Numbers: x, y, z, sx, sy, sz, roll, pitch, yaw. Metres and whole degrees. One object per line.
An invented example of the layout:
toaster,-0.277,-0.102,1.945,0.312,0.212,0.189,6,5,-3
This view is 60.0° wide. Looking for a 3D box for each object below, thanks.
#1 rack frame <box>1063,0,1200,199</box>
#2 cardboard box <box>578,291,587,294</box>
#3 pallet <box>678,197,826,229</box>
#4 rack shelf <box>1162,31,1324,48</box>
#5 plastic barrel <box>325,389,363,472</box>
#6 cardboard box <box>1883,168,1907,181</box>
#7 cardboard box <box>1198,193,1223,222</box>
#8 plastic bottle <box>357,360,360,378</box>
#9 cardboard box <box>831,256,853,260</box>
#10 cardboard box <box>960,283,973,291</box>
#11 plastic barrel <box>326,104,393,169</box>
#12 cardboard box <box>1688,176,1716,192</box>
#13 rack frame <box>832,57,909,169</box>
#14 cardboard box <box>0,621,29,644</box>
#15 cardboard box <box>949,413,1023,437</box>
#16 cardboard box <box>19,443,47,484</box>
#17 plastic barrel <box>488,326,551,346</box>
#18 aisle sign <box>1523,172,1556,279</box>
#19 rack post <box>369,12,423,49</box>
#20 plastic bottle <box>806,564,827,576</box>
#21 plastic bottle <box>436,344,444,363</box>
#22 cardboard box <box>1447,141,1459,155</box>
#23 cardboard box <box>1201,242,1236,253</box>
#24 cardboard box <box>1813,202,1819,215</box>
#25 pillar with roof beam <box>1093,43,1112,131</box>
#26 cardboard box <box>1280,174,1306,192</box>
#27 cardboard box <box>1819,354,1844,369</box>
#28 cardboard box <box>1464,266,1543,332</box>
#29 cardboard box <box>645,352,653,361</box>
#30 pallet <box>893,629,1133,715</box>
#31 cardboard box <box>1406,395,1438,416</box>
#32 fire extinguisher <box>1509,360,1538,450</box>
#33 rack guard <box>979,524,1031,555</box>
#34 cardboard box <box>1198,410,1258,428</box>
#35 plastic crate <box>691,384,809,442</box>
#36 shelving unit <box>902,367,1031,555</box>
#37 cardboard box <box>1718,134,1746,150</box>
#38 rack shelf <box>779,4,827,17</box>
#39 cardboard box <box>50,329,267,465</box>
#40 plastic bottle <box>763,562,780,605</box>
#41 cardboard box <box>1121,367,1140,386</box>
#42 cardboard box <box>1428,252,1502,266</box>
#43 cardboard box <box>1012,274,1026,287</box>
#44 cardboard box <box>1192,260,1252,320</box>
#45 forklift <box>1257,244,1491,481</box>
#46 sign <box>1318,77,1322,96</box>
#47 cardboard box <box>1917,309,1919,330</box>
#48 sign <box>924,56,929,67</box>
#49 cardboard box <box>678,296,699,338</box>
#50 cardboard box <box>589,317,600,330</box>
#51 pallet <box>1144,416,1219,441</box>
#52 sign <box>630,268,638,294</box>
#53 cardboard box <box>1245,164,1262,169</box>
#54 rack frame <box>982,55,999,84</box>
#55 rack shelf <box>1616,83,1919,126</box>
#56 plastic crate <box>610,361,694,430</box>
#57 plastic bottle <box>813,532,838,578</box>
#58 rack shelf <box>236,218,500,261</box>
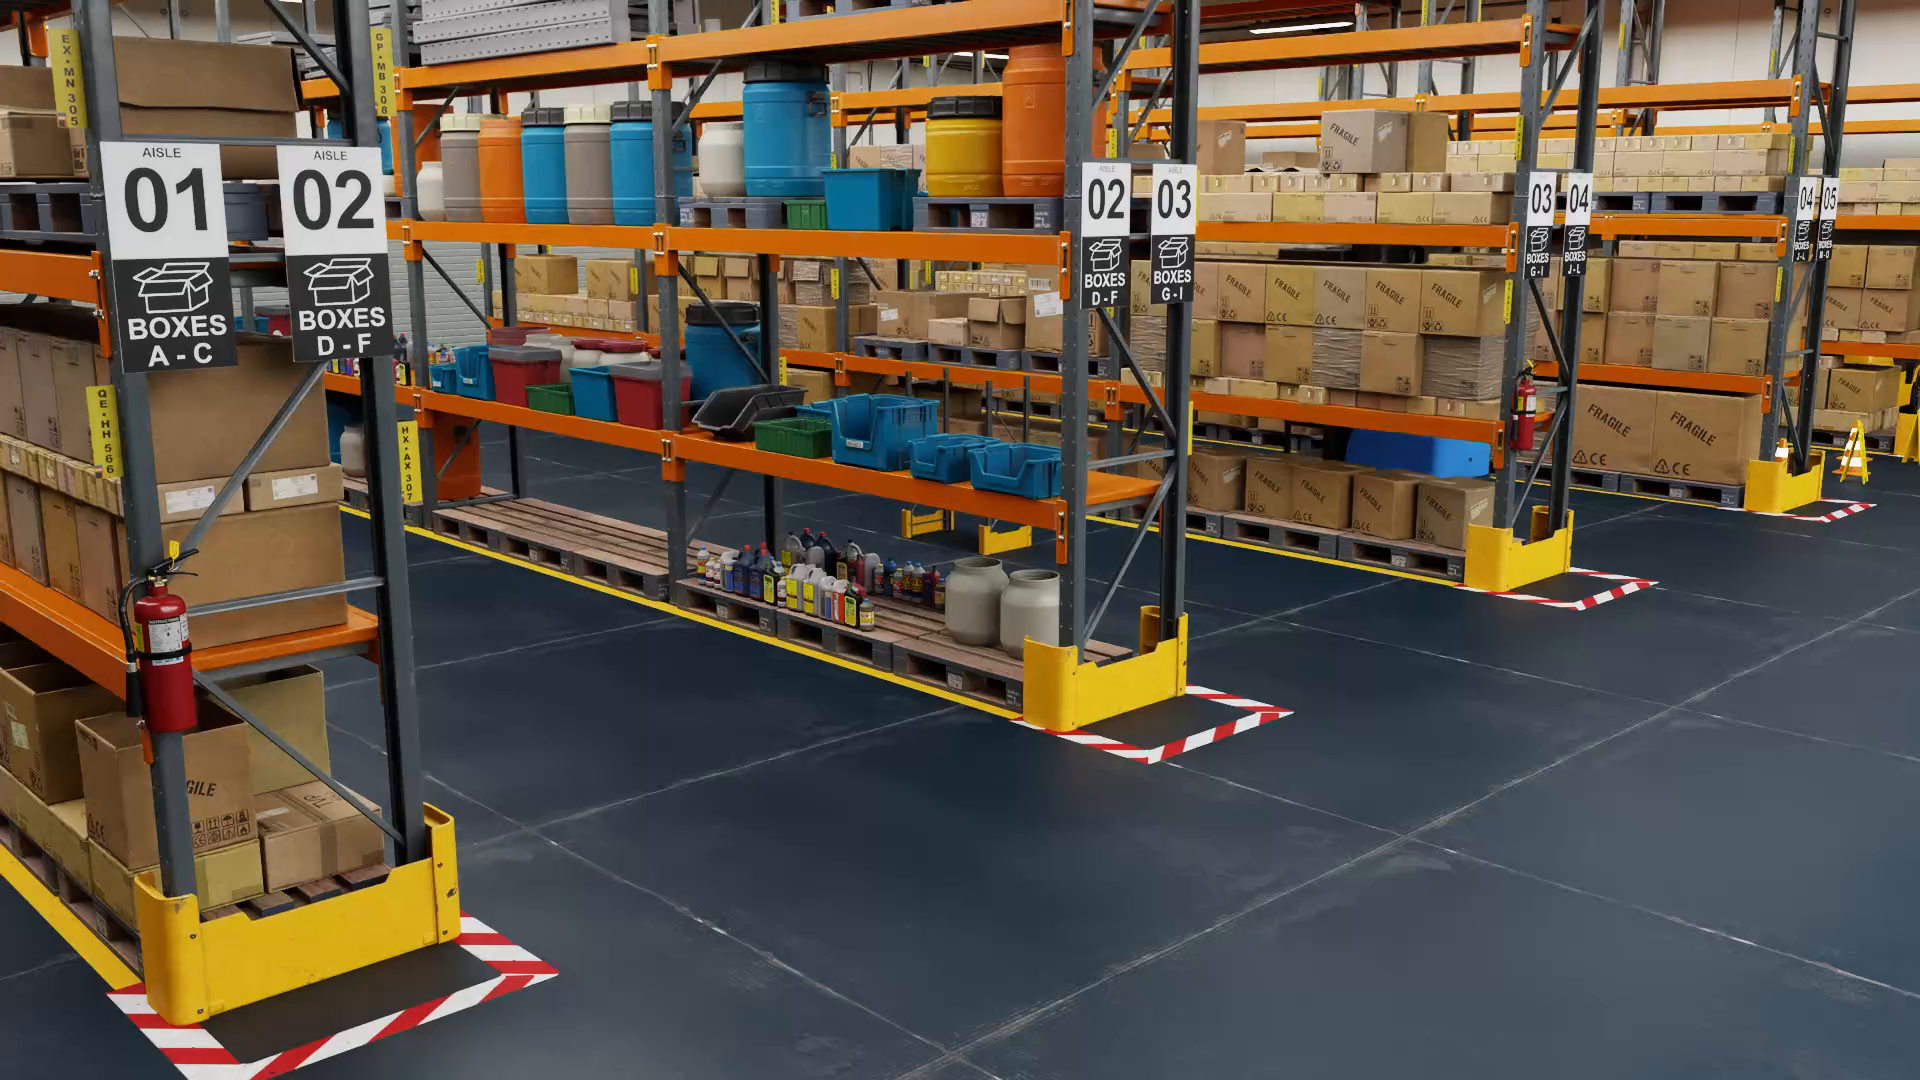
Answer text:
rack frame,0.972,-3.400,9.113,1.000,3.000,0.127,-11,16,-43
cardboard box,-5.267,-3.377,23.504,0.500,0.250,0.500,11,16,43
pallet,-1.222,-2.330,11.823,1.213,0.211,1.003,-11,16,-43
rack shelf,5.641,-9.482,32.180,1.077,0.370,4.000,-11,16,-43
plastic barrel,-6.463,-1.206,17.490,0.600,0.901,0.708,-11,16,-43
cardboard box,11.124,-4.321,19.662,0.380,0.149,0.250,-11,16,-42
cardboard box,2.286,-2.953,14.751,0.500,0.250,0.500,-11,16,-43
plastic bottle,-5.770,-1.670,16.075,0.097,0.201,0.097,0,12,0
cardboard box,-1.670,-4.520,25.952,0.500,0.500,0.500,11,16,43
cardboard box,0.222,-3.611,23.850,0.380,0.149,0.250,-10,16,-41
plastic barrel,-6.026,-3.905,16.718,0.600,0.901,0.708,-11,16,-43
cardboard box,7.385,-3.505,16.389,0.380,0.149,0.250,-11,16,-42
rack frame,-0.971,-5.258,18.130,1.000,3.000,0.127,-11,16,-43
cardboard box,-4.591,0.675,8.115,0.500,0.500,0.500,-11,16,-43
cardboard box,0.295,-1.055,17.701,0.700,0.500,0.500,-9,15,-38
cardboard box,-3.910,-0.357,7.353,0.380,0.149,0.250,-10,16,-41
plastic barrel,-4.013,-1.670,15.248,0.600,0.536,0.708,-11,16,-43
aisle sign,4.380,-2.374,12.559,0.394,0.787,0.004,-11,16,-43
rack post,-5.083,-4.630,15.273,0.954,0.300,0.937,-11,16,-43
plastic bottle,-1.020,0.314,11.613,0.152,0.276,0.135,-11,16,-43
plastic bottle,-5.156,-1.807,16.539,0.061,0.283,0.133,-11,16,-43
cardboard box,5.454,-4.303,18.287,0.380,0.149,0.250,-11,16,-42
cardboard box,4.246,-4.575,26.956,0.500,0.500,0.500,11,16,44
cardboard box,10.585,-4.043,20.292,0.380,0.149,0.250,-11,16,-43
pillar with roof beam,-0.064,-8.418,33.468,9.100,9.000,0.548,-11,16,-43
cardboard box,2.923,-3.018,14.078,0.380,0.149,0.250,-10,16,-41
cardboard box,10.677,-2.202,20.471,0.380,0.149,0.250,-10,15,-41
cardboard box,4.371,-1.954,13.501,0.500,0.500,0.500,-11,16,-43
cardboard box,-3.277,-1.978,21.301,1.225,0.875,0.875,-11,16,-42
pallet,0.328,0.780,10.601,1.003,0.211,1.213,-11,16,-43
cardboard box,3.826,-1.107,13.476,0.380,0.149,0.250,-11,16,-43
fire extinguisher,4.300,-1.033,12.683,0.296,0.674,0.183,-11,16,-43
rack guard,0.397,-0.039,14.479,0.587,0.250,0.087,-11,16,-43
cardboard box,3.648,-1.871,21.094,1.050,0.750,0.750,-11,16,-42
plastic crate,-1.521,-0.921,12.101,0.767,0.338,0.504,-11,16,-43
shelving unit,0.053,-0.723,14.706,0.587,1.500,1.083,-11,16,-43
cardboard box,7.562,-3.858,16.128,0.380,0.149,0.250,-11,16,-42
rack shelf,-1.457,-8.085,25.401,1.077,0.370,4.000,-11,16,-43
cardboard box,-3.330,-0.610,6.975,0.500,0.500,0.700,11,16,44
plastic bottle,-1.319,0.303,11.650,0.061,0.283,0.133,-10,15,-40
cardboard box,1.722,-1.539,15.572,0.380,0.149,0.250,-11,16,-43
cardboard box,5.679,-2.956,18.776,0.875,0.550,0.550,-11,16,-43
cardboard box,0.946,-3.605,23.081,0.380,0.149,0.250,-10,15,-41
cardboard box,2.265,-2.246,14.917,0.500,0.500,0.500,-11,16,-43
forklift,3.918,-1.948,17.103,1.130,2.935,3.031,-11,16,-42
sign,6.617,-8.338,30.570,0.100,0.325,0.005,-11,16,-43
cardboard box,11.595,-2.835,20.254,0.500,0.500,0.500,-11,16,-43
sign,-0.481,-6.941,23.791,0.100,0.325,0.005,-11,16,-43
cardboard box,-3.248,-2.777,20.708,0.500,0.500,0.500,-11,16,-42
cardboard box,-4.713,-2.891,22.135,0.380,0.149,0.250,-11,16,-42
pallet,3.176,-1.504,21.691,1.003,0.211,1.213,-11,16,-43
sign,-4.133,-3.288,21.097,0.100,0.325,0.005,-11,16,-43
cardboard box,4.770,-5.641,26.136,0.500,0.500,0.500,-11,16,-42
rack frame,0.672,-7.806,30.500,1.000,3.000,0.127,-11,16,-43
rack shelf,10.340,-5.409,20.656,1.077,0.370,4.000,-11,16,-43
plastic crate,-2.346,-1.105,12.681,0.402,0.464,0.583,-11,16,-43
plastic bottle,-1.005,0.118,12.378,0.185,0.351,0.144,11,16,42
rack shelf,-5.934,-3.038,16.572,1.077,0.370,4.000,-11,16,-43
